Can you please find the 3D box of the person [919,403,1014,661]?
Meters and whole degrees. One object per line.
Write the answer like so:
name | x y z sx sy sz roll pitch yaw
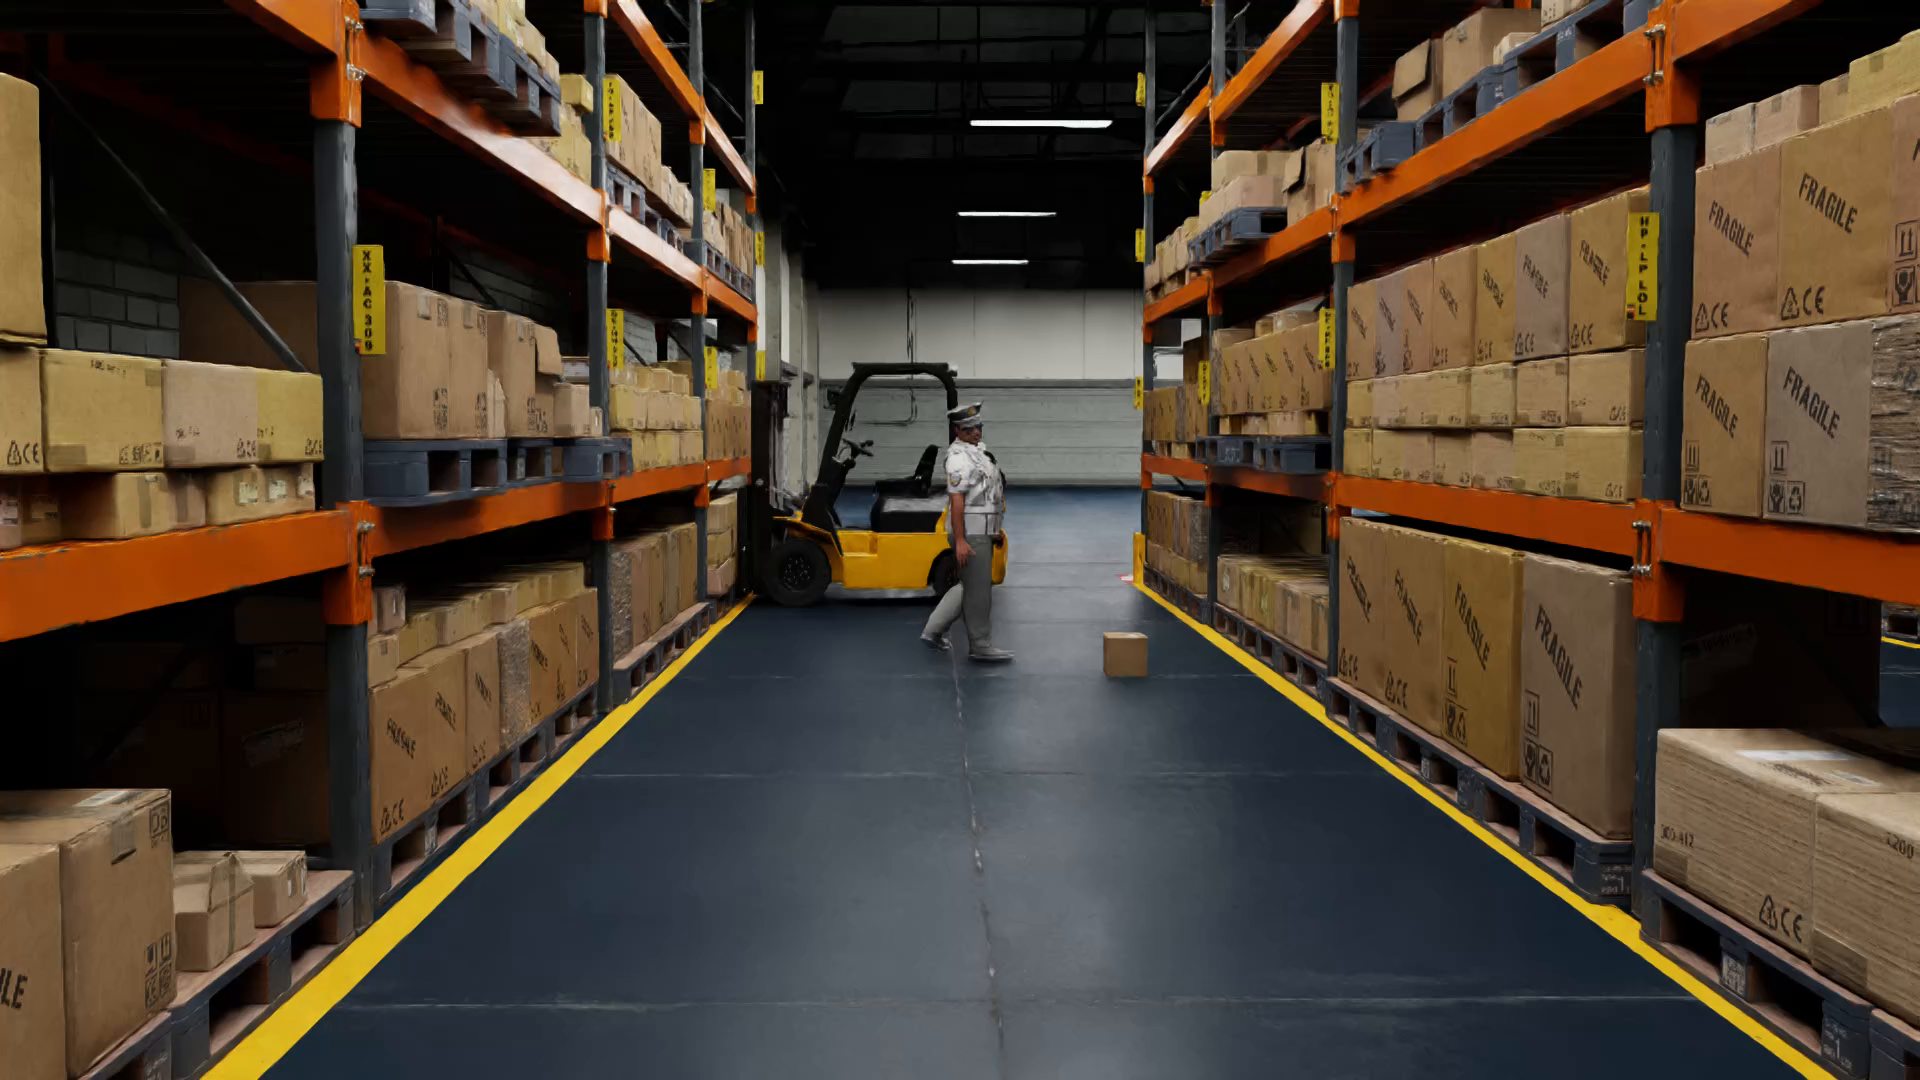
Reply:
person | 0.048 -0.050 11.085 0.631 1.718 0.587 0 4 4
